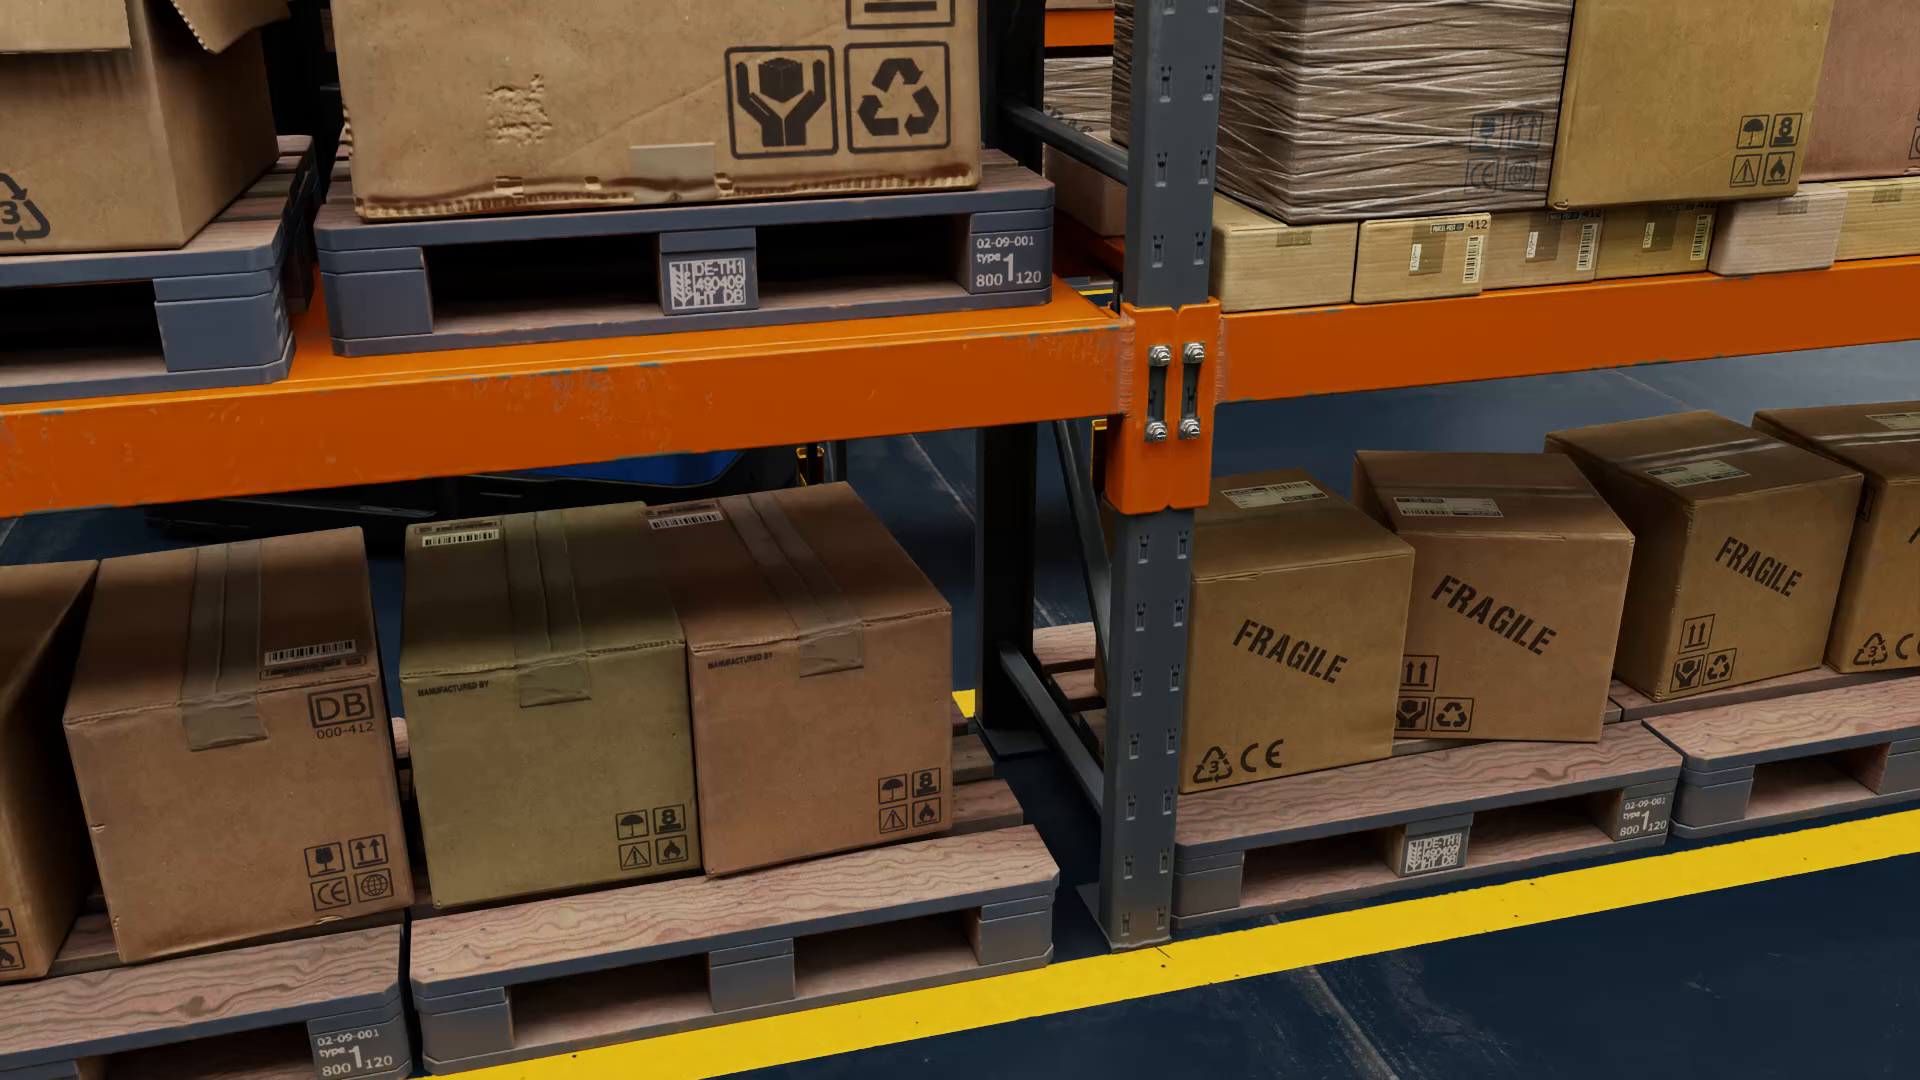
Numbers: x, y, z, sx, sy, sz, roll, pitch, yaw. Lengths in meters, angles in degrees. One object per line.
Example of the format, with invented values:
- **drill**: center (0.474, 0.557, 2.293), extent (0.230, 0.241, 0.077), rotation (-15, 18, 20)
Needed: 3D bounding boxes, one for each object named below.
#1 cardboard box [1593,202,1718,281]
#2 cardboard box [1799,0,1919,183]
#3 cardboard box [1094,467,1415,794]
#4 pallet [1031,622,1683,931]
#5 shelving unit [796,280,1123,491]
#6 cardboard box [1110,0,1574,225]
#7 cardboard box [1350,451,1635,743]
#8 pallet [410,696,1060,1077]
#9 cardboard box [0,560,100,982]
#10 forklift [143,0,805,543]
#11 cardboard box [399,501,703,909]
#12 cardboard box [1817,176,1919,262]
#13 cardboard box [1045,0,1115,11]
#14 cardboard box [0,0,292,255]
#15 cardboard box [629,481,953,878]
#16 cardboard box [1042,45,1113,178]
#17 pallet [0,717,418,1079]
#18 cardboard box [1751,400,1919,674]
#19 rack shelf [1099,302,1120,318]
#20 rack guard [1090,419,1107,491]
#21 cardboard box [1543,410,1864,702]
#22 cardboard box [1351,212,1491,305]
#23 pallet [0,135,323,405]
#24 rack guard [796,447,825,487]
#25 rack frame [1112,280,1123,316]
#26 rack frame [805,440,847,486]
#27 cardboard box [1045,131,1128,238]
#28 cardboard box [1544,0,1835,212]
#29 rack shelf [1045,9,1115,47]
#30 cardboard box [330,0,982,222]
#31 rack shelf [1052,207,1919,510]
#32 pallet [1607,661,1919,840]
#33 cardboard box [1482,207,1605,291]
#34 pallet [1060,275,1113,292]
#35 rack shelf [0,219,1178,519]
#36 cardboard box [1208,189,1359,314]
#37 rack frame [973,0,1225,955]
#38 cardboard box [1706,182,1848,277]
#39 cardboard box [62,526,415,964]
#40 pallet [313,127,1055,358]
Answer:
- **cardboard box**: center (1.234, -0.629, 3.230), extent (0.250, 0.149, 0.380), rotation (-6, 24, -14)
- **cardboard box**: center (1.625, -1.085, 3.471), extent (0.500, 0.500, 0.875), rotation (-6, 24, -14)
- **cardboard box**: center (0.626, 0.182, 3.660), extent (0.500, 0.500, 0.500), rotation (-7, 24, -16)
- **pallet**: center (0.867, 0.450, 3.934), extent (1.213, 0.211, 1.003), rotation (-6, 24, -14)
- **shelving unit**: center (0.073, -0.697, 4.973), extent (1.083, 1.500, 0.587), rotation (-6, 24, -14)
- **cardboard box**: center (0.680, -0.954, 3.165), extent (0.500, 0.500, 0.875), rotation (-6, 24, -14)
- **cardboard box**: center (1.175, 0.118, 3.809), extent (0.500, 0.500, 0.500), rotation (1, 23, 3)
- **pallet**: center (-0.520, 0.618, 3.541), extent (1.213, 0.211, 1.003), rotation (-6, 24, -14)
- **cardboard box**: center (-1.907, 0.420, 3.079), extent (0.500, 0.500, 0.700), rotation (-4, 24, -10)
- **forklift**: center (-2.093, -1.535, 5.111), extent (3.031, 2.935, 1.130), rotation (5, 24, 11)
- **cardboard box**: center (-0.832, 0.301, 3.357), extent (0.500, 0.500, 0.700), rotation (-6, 24, -15)
- **cardboard box**: center (1.715, -0.682, 3.355), extent (0.250, 0.149, 0.380), rotation (-6, 24, -14)
- **cardboard box**: center (0.414, -2.833, 7.859), extent (0.550, 0.550, 0.875), rotation (-6, 24, -14)
- **cardboard box**: center (-1.414, -0.767, 2.571), extent (0.637, 0.503, 0.797), rotation (-4, 24, -9)
- **cardboard box**: center (-0.367, 0.257, 3.459), extent (0.500, 0.500, 0.700), rotation (-8, 25, -18)
- **cardboard box**: center (0.478, -1.995, 8.257), extent (0.875, 0.875, 0.875), rotation (-6, 24, -14)
- **pallet**: center (-1.696, 0.750, 3.235), extent (1.213, 0.211, 1.003), rotation (-6, 24, -14)
- **cardboard box**: center (2.301, -0.021, 4.132), extent (0.500, 0.500, 0.500), rotation (-4, 24, -9)
- **rack shelf**: center (0.082, -0.533, 5.046), extent (1.000, 0.185, 0.538), rotation (-6, 24, -14)
- **rack guard**: center (0.553, -0.176, 5.343), extent (0.087, 0.250, 0.587), rotation (-6, 24, -14)
- **cardboard box**: center (1.752, 0.022, 4.033), extent (0.500, 0.500, 0.500), rotation (-9, 25, -19)
- **cardboard box**: center (0.762, -0.562, 3.073), extent (0.250, 0.149, 0.380), rotation (-6, 24, -14)
- **pallet**: center (-1.727, -0.459, 2.759), extent (1.213, 0.211, 1.003), rotation (-6, 24, -14)
- **rack guard**: center (-0.406, -0.070, 5.096), extent (0.087, 0.250, 0.587), rotation (-6, 24, -14)
- **rack frame**: center (0.572, -0.752, 5.102), extent (0.032, 1.500, 0.500), rotation (-6, 24, -14)
- **rack frame**: center (-0.407, -0.644, 4.849), extent (0.032, 1.500, 0.500), rotation (-6, 24, -14)
- **cardboard box**: center (0.357, -0.766, 3.549), extent (0.250, 0.149, 0.380), rotation (-6, 24, -14)
- **cardboard box**: center (1.171, -0.994, 3.258), extent (0.500, 0.500, 0.875), rotation (-6, 24, -14)
- **rack shelf**: center (0.913, -2.523, 8.238), extent (4.000, 0.370, 1.077), rotation (-6, 24, -14)
- **cardboard box**: center (-0.573, -1.184, 2.912), extent (1.000, 1.000, 1.000), rotation (-6, 24, -14)
- **rack shelf**: center (2.155, -0.629, 3.825), extent (4.000, 0.370, 1.077), rotation (-6, 24, -14)
- **pallet**: center (2.044, 0.318, 4.240), extent (1.213, 0.211, 1.003), rotation (-6, 24, -14)
- **cardboard box**: center (0.995, -0.599, 3.160), extent (0.250, 0.149, 0.380), rotation (-6, 24, -14)
- **pallet**: center (0.917, -1.542, 8.575), extent (1.213, 0.211, 1.003), rotation (-6, 24, -14)
- **rack shelf**: center (-1.696, -0.203, 2.832), extent (4.000, 0.370, 1.077), rotation (-6, 24, -14)
- **cardboard box**: center (0.518, -0.540, 3.023), extent (0.250, 0.149, 0.380), rotation (-6, 24, -14)
- **rack frame**: center (0.230, -0.747, 3.186), extent (0.127, 3.000, 1.000), rotation (-6, 24, -14)
- **cardboard box**: center (1.485, -0.640, 3.256), extent (0.250, 0.149, 0.380), rotation (-6, 24, -14)
- **cardboard box**: center (-1.370, 0.360, 3.218), extent (0.500, 0.500, 0.700), rotation (-8, 25, -19)
- **pallet**: center (-0.546, -0.632, 3.163), extent (1.213, 0.211, 1.003), rotation (-6, 24, -14)
